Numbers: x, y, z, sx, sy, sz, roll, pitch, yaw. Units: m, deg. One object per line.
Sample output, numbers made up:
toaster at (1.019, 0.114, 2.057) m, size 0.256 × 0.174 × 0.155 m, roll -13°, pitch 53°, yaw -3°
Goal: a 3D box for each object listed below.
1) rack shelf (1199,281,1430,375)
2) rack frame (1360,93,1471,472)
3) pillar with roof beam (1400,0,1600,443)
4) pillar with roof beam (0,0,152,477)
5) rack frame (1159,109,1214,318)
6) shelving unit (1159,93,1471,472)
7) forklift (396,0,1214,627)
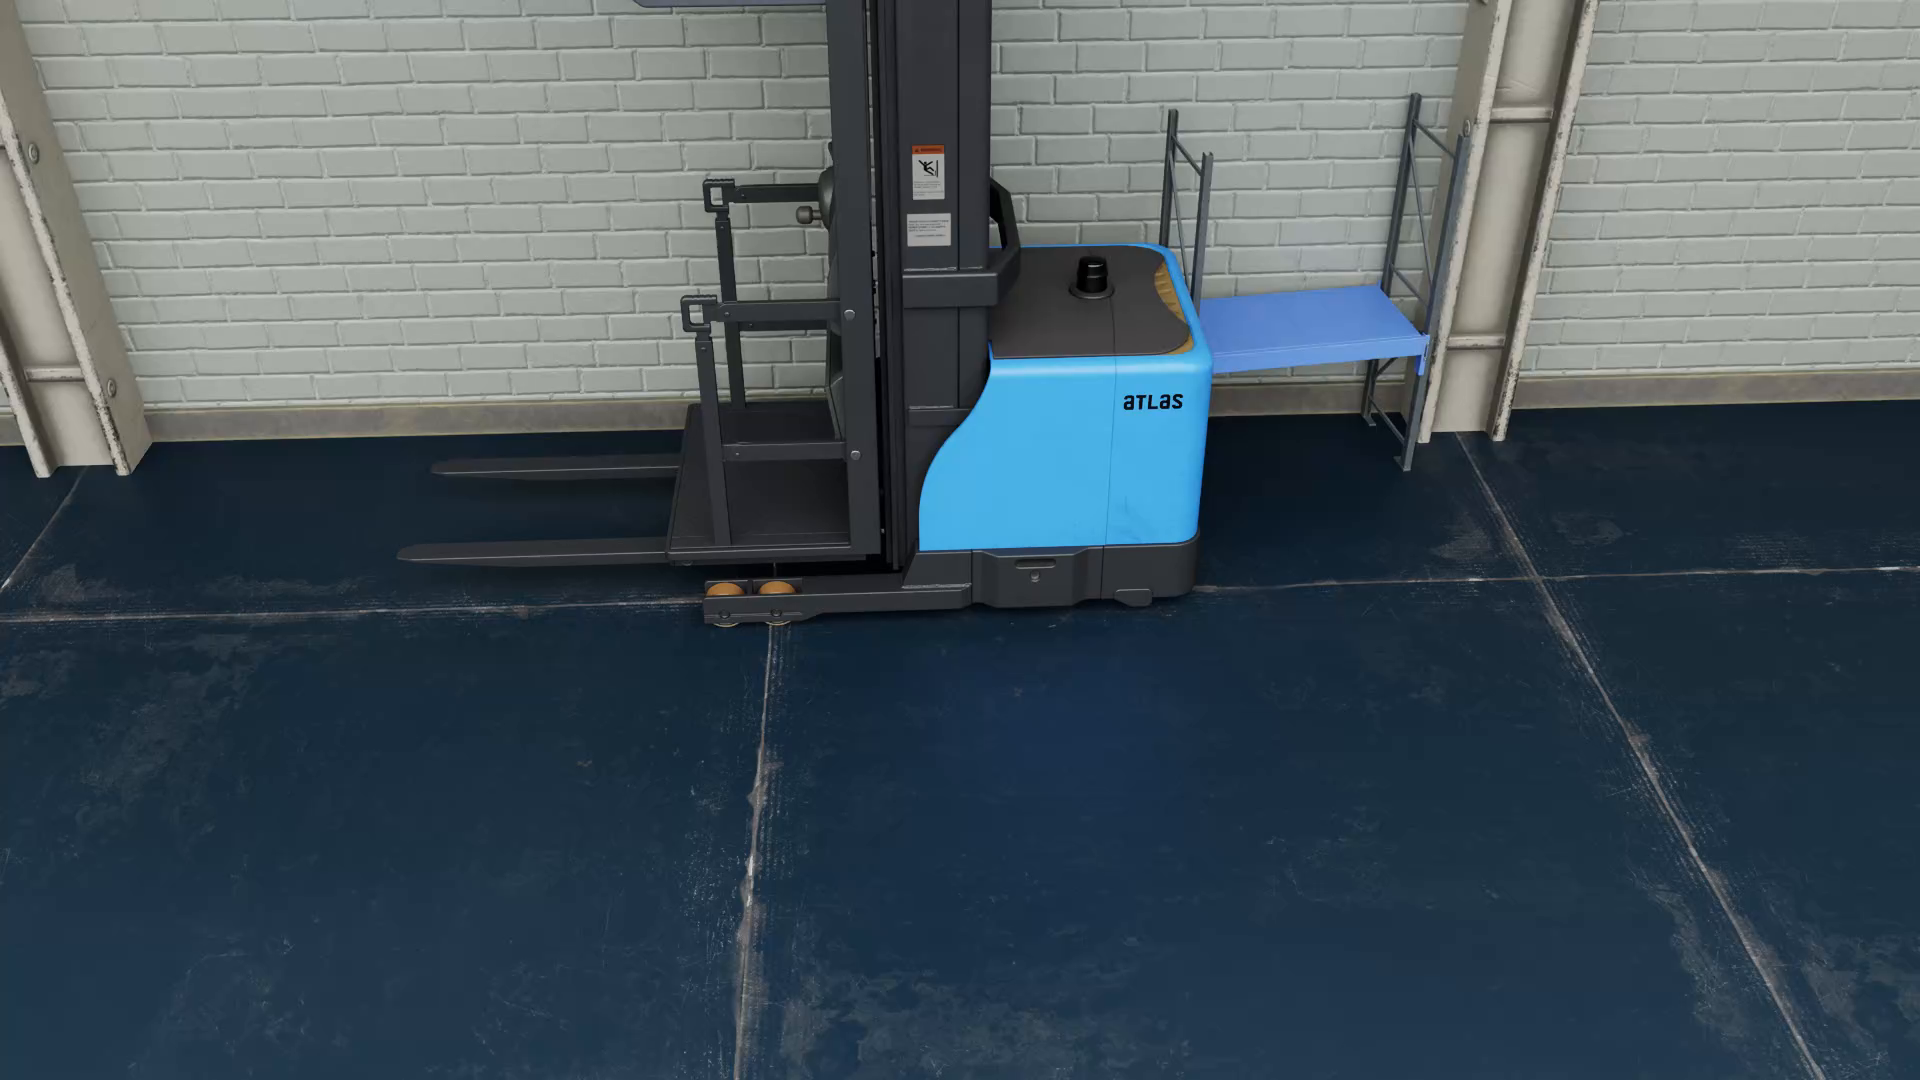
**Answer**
rack shelf at (1.384, -0.853, 6.981) m, size 1.000 × 0.185 × 0.538 m, roll -6°, pitch 35°, yaw -8°
rack frame at (1.884, -1.053, 6.954) m, size 0.032 × 1.500 × 0.500 m, roll -6°, pitch 35°, yaw -8°
pillar with roof beam at (2.421, -1.777, 1.410) m, size 0.400 × 9.000 × 9.100 m, roll -2°, pitch 35°, yaw -2°
pillar with roof beam at (-3.573, -1.615, 1.177) m, size 0.400 × 9.000 × 9.100 m, roll -2°, pitch 35°, yaw -2°
rack frame at (0.884, -0.949, 6.804) m, size 0.032 × 1.500 × 0.500 m, roll -6°, pitch 35°, yaw -8°
shelving unit at (1.384, -1.001, 6.879) m, size 1.048 × 1.500 × 0.538 m, roll -6°, pitch 35°, yaw -8°
forklift at (-0.629, -1.187, 5.889) m, size 3.031 × 2.935 × 1.130 m, roll -2°, pitch 35°, yaw -2°
